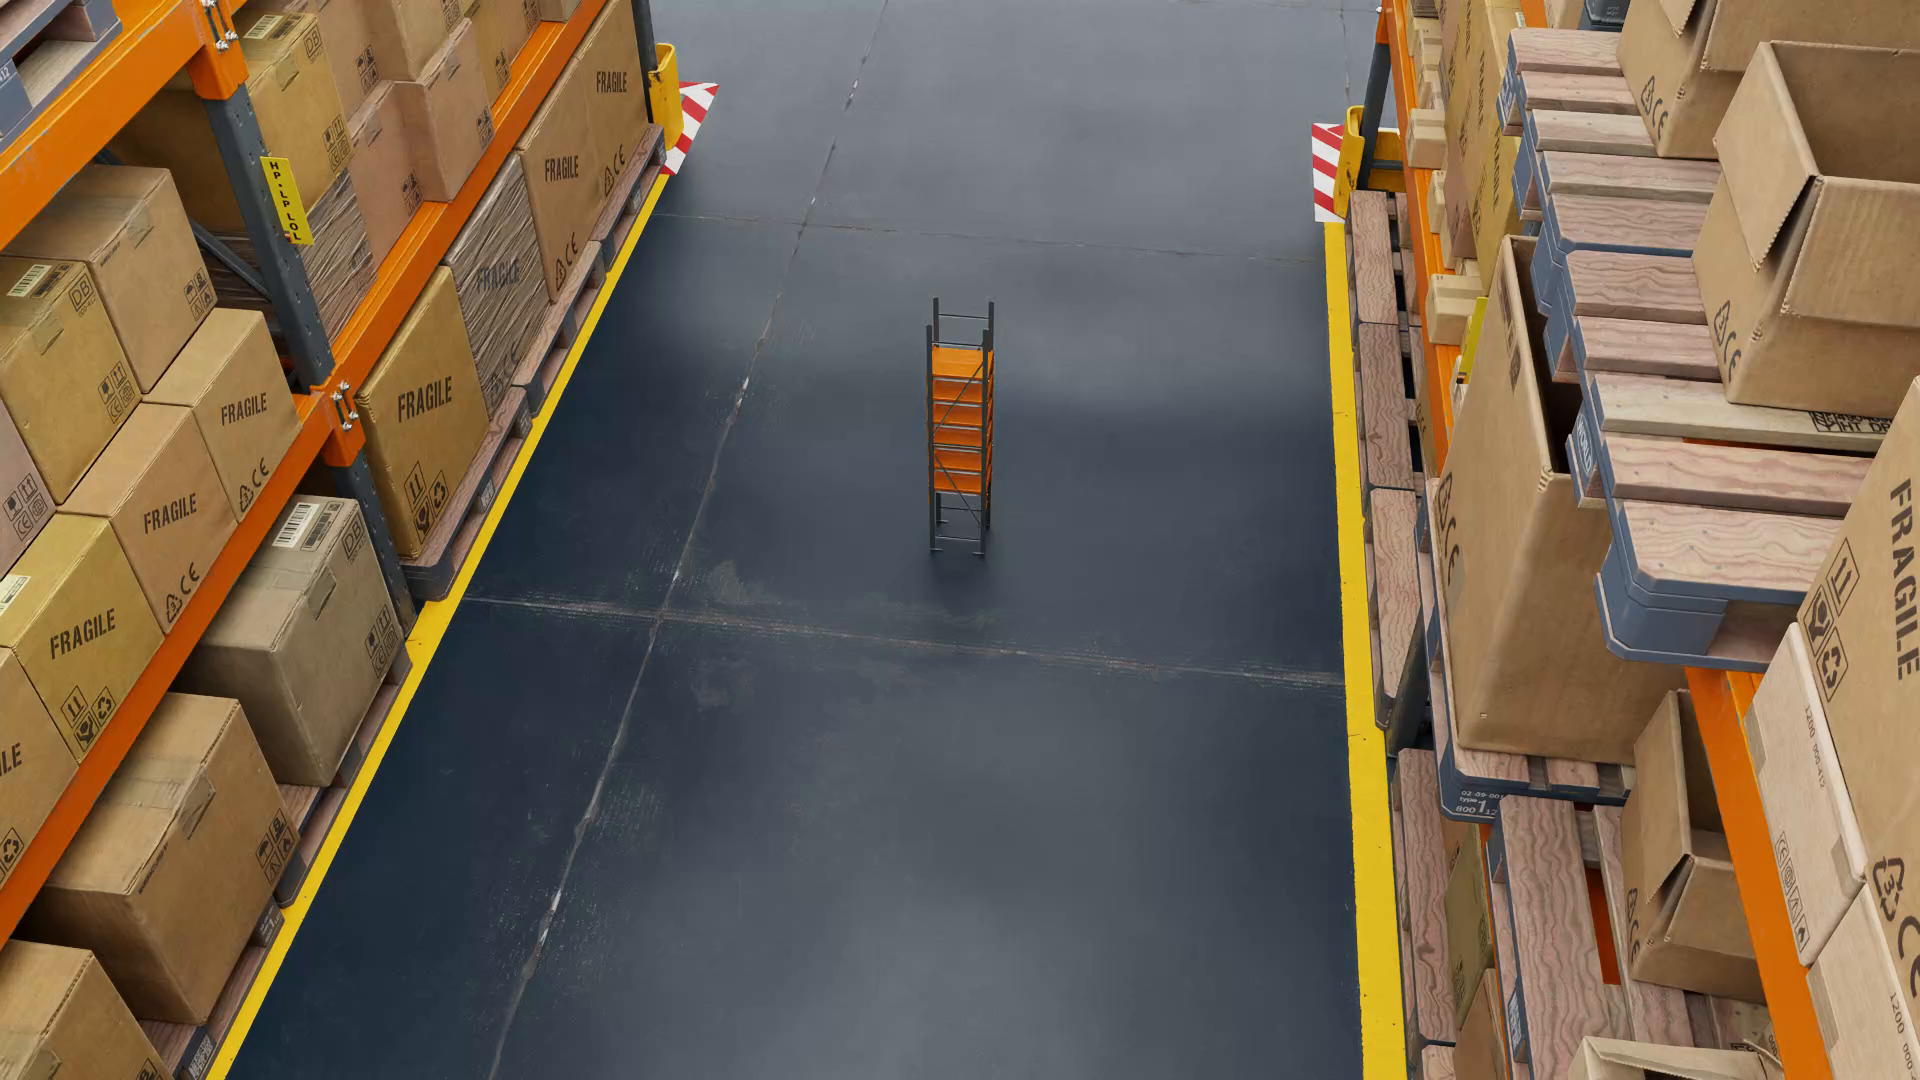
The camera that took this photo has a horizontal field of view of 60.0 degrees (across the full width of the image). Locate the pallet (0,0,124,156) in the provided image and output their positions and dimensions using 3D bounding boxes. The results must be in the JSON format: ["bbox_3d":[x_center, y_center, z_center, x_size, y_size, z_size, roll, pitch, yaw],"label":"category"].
[{"bbox_3d":[-2.832,-1.158,4.271,0.805,0.209,1.217,4,44,4],"label":"pallet"}]

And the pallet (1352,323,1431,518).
[{"bbox_3d":[2.356,-0.530,7.678,1.003,0.211,1.213,5,44,6],"label":"pallet"}]

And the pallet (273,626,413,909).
[{"bbox_3d":[-2.787,0.778,6.297,1.003,0.211,1.213,5,44,6],"label":"pallet"}]

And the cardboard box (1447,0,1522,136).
[{"bbox_3d":[2.062,-1.768,5.942,0.500,0.500,0.500,5,44,6],"label":"cardboard box"}]

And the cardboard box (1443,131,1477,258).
[{"bbox_3d":[2.331,-1.380,6.259,0.875,0.500,0.500,5,44,6],"label":"cardboard box"}]

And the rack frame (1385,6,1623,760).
[{"bbox_3d":[2.143,-0.247,5.352,1.000,3.000,0.127,5,44,6],"label":"rack frame"}]

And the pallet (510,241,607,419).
[{"bbox_3d":[-2.423,-1.100,8.280,1.003,0.211,1.213,5,44,6],"label":"pallet"}]

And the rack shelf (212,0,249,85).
[{"bbox_3d":[-2.496,-2.958,6.556,1.077,0.370,4.000,5,44,6],"label":"rack shelf"}]

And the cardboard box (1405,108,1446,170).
[{"bbox_3d":[2.103,-1.696,7.065,0.380,0.149,0.250,5,44,6],"label":"cardboard box"}]

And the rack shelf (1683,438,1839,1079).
[{"bbox_3d":[1.879,0.288,3.128,1.077,0.370,4.000,5,44,6],"label":"rack shelf"}]

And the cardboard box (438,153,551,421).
[{"bbox_3d":[-2.492,-1.185,7.582,0.875,0.875,0.875,6,44,6],"label":"cardboard box"}]

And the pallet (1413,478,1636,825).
[{"bbox_3d":[1.898,0.330,4.882,1.003,0.211,1.213,5,44,6],"label":"pallet"}]

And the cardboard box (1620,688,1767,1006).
[{"bbox_3d":[2.005,0.752,3.915,0.797,0.503,0.637,9,44,10],"label":"cardboard box"}]

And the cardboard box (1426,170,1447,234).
[{"bbox_3d":[2.093,-1.350,6.699,0.380,0.149,0.250,5,44,6],"label":"cardboard box"}]

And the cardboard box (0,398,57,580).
[{"bbox_3d":[-2.953,-0.133,4.431,0.700,0.500,0.500,6,44,6],"label":"cardboard box"}]

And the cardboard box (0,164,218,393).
[{"bbox_3d":[-2.820,-0.828,5.165,0.700,0.500,0.500,5,44,5],"label":"cardboard box"}]

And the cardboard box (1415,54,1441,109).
[{"bbox_3d":[2.245,-2.030,7.417,0.380,0.149,0.250,5,44,6],"label":"cardboard box"}]

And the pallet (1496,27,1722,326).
[{"bbox_3d":[1.956,-0.857,3.951,1.213,0.211,1.003,5,44,6],"label":"pallet"}]

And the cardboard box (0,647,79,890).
[{"bbox_3d":[-2.762,0.611,4.372,0.500,0.500,0.500,5,44,5],"label":"cardboard box"}]

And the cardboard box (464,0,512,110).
[{"bbox_3d":[-2.514,-2.179,7.282,0.875,0.550,0.500,5,44,6],"label":"cardboard box"}]

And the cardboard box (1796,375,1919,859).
[{"bbox_3d":[1.567,0.137,2.328,0.500,0.500,0.500,6,44,6],"label":"cardboard box"}]

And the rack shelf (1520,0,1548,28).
[{"bbox_3d":[2.407,-2.438,6.007,1.077,0.370,4.000,5,44,6],"label":"rack shelf"}]

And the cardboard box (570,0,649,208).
[{"bbox_3d":[-2.255,-2.406,8.872,0.875,0.875,0.875,5,44,6],"label":"cardboard box"}]

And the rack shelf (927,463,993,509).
[{"bbox_3d":[0.002,-0.239,7.066,0.258,0.103,0.180,5,44,6],"label":"rack shelf"}]

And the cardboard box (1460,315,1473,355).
[{"bbox_3d":[2.015,-0.664,5.974,0.380,0.149,0.250,5,44,6],"label":"cardboard box"}]

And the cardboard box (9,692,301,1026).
[{"bbox_3d":[-2.884,0.986,5.380,1.050,0.750,0.750,5,44,6],"label":"cardboard box"}]

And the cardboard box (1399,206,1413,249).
[{"bbox_3d":[2.573,-1.794,8.498,0.500,0.500,0.500,13,45,13],"label":"cardboard box"}]

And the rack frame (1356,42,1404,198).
[{"bbox_3d":[2.672,-2.974,8.231,1.000,3.000,0.127,5,44,6],"label":"rack frame"}]

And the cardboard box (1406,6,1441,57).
[{"bbox_3d":[2.298,-2.372,7.778,0.380,0.149,0.250,5,44,6],"label":"cardboard box"}]

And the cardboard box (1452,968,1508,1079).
[{"bbox_3d":[1.885,1.622,4.876,0.700,0.500,0.500,2,43,2],"label":"cardboard box"}]

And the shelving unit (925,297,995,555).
[{"bbox_3d":[0.002,-0.446,6.870,0.258,1.200,0.189,5,44,6],"label":"shelving unit"}]

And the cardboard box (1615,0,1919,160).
[{"bbox_3d":[1.983,-1.215,3.812,0.797,0.503,0.637,3,44,3],"label":"cardboard box"}]

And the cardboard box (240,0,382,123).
[{"bbox_3d":[-2.720,-1.847,6.147,0.875,0.550,0.550,5,44,6],"label":"cardboard box"}]

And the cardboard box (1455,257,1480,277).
[{"bbox_3d":[2.101,-1.003,6.332,0.380,0.149,0.250,5,44,6],"label":"cardboard box"}]

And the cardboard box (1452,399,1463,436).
[{"bbox_3d":[1.880,-0.329,5.621,0.380,0.149,0.250,5,44,6],"label":"cardboard box"}]

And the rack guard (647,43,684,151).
[{"bbox_3d":[-2.228,-2.602,9.657,1.175,0.500,0.348,5,44,6],"label":"rack guard"}]

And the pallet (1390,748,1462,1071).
[{"bbox_3d":[2.041,1.296,5.750,1.003,0.211,1.213,5,44,6],"label":"pallet"}]

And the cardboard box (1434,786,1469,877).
[{"bbox_3d":[2.040,0.917,5.620,0.700,0.500,0.500,2,43,2],"label":"cardboard box"}]

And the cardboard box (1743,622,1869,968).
[{"bbox_3d":[1.555,0.416,2.578,0.500,0.250,0.500,6,44,7],"label":"cardboard box"}]

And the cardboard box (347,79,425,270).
[{"bbox_3d":[-2.673,-1.451,6.514,0.875,0.550,0.550,5,44,6],"label":"cardboard box"}]

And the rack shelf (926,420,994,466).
[{"bbox_3d":[0.002,-0.413,6.901,0.258,0.103,0.180,5,44,6],"label":"rack shelf"}]

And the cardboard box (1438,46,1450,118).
[{"bbox_3d":[2.516,-2.057,6.974,0.875,0.500,0.500,5,44,6],"label":"cardboard box"}]

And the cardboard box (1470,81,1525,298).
[{"bbox_3d":[1.930,-1.087,5.222,0.500,0.500,0.500,5,44,6],"label":"cardboard box"}]

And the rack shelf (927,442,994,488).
[{"bbox_3d":[0.002,-0.326,6.983,0.258,0.103,0.180,5,44,6],"label":"rack shelf"}]

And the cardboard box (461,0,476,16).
[{"bbox_3d":[-2.450,-2.565,6.905,0.875,0.550,0.500,5,44,6],"label":"cardboard box"}]

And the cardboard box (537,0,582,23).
[{"bbox_3d":[-2.287,-2.914,8.059,0.875,0.550,0.550,5,44,6],"label":"cardboard box"}]

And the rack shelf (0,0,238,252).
[{"bbox_3d":[-3.025,-0.232,3.677,1.077,0.370,4.000,5,44,6],"label":"rack shelf"}]

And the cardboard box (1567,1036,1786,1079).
[{"bbox_3d":[1.567,1.214,3.601,0.396,0.266,0.258,4,44,4],"label":"cardboard box"}]

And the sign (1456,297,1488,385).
[{"bbox_3d":[1.604,-0.606,5.101,0.100,0.325,0.005,5,44,6],"label":"sign"}]

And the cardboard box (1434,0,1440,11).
[{"bbox_3d":[2.191,-2.450,6.662,0.500,0.500,0.500,5,44,6],"label":"cardboard box"}]

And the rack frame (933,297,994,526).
[{"bbox_3d":[0.014,-0.508,6.936,0.240,1.200,0.006,5,44,6],"label":"rack frame"}]

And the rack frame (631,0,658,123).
[{"bbox_3d":[-2.231,-3.493,8.780,1.000,3.000,0.127,5,44,6],"label":"rack frame"}]

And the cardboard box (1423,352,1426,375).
[{"bbox_3d":[2.426,-0.959,7.616,0.500,0.500,0.500,9,44,9],"label":"cardboard box"}]

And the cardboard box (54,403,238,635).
[{"bbox_3d":[-2.631,-0.079,5.102,0.500,0.500,0.500,5,44,5],"label":"cardboard box"}]
